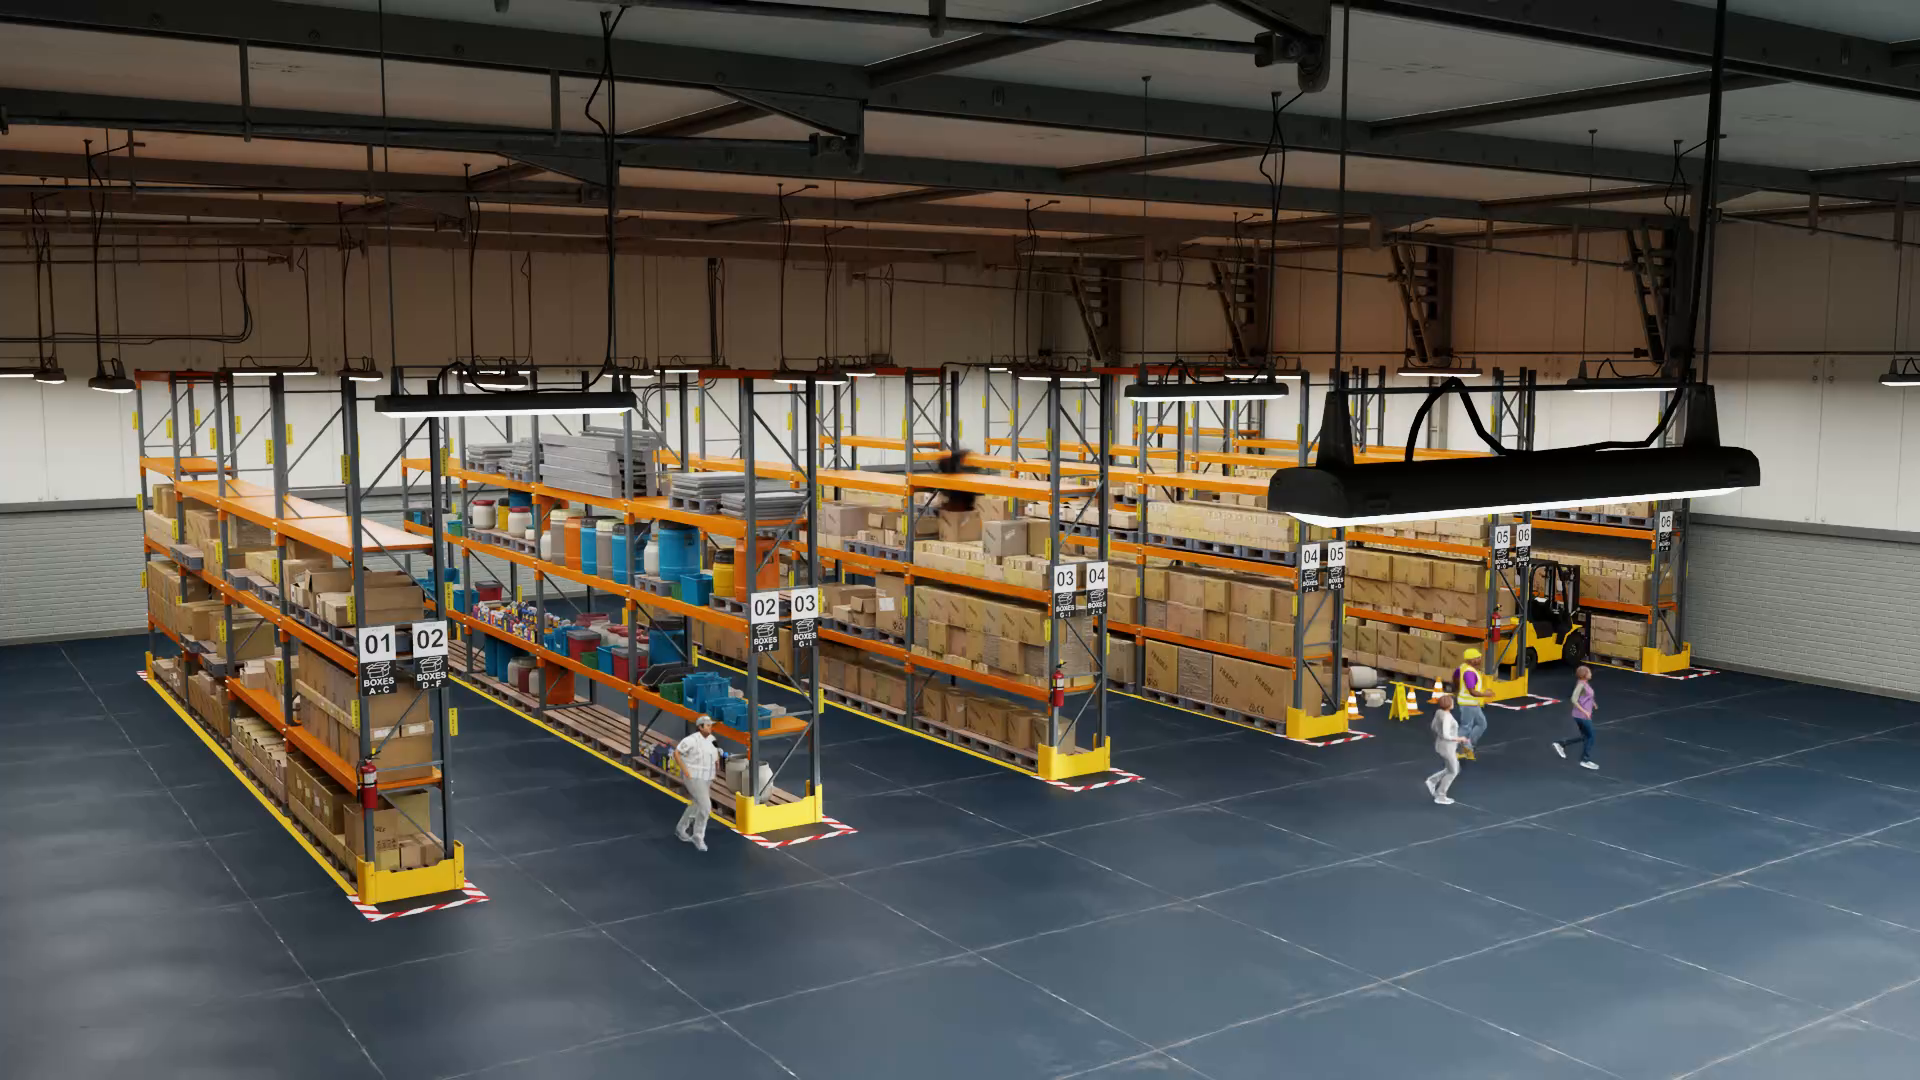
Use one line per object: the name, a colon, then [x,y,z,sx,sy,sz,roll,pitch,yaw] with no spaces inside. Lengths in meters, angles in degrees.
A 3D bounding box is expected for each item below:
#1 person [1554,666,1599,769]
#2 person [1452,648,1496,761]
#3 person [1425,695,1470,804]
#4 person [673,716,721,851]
person: [9.447,2.696,25.426,0.669,1.587,0.534,2,7,20]
person: [7.904,2.574,25.739,0.726,1.821,0.728,2,7,17]
person: [6.837,2.930,23.313,0.551,1.552,0.530,1,6,5]
person: [-3.363,3.113,21.473,0.658,1.699,0.611,3,7,28]
